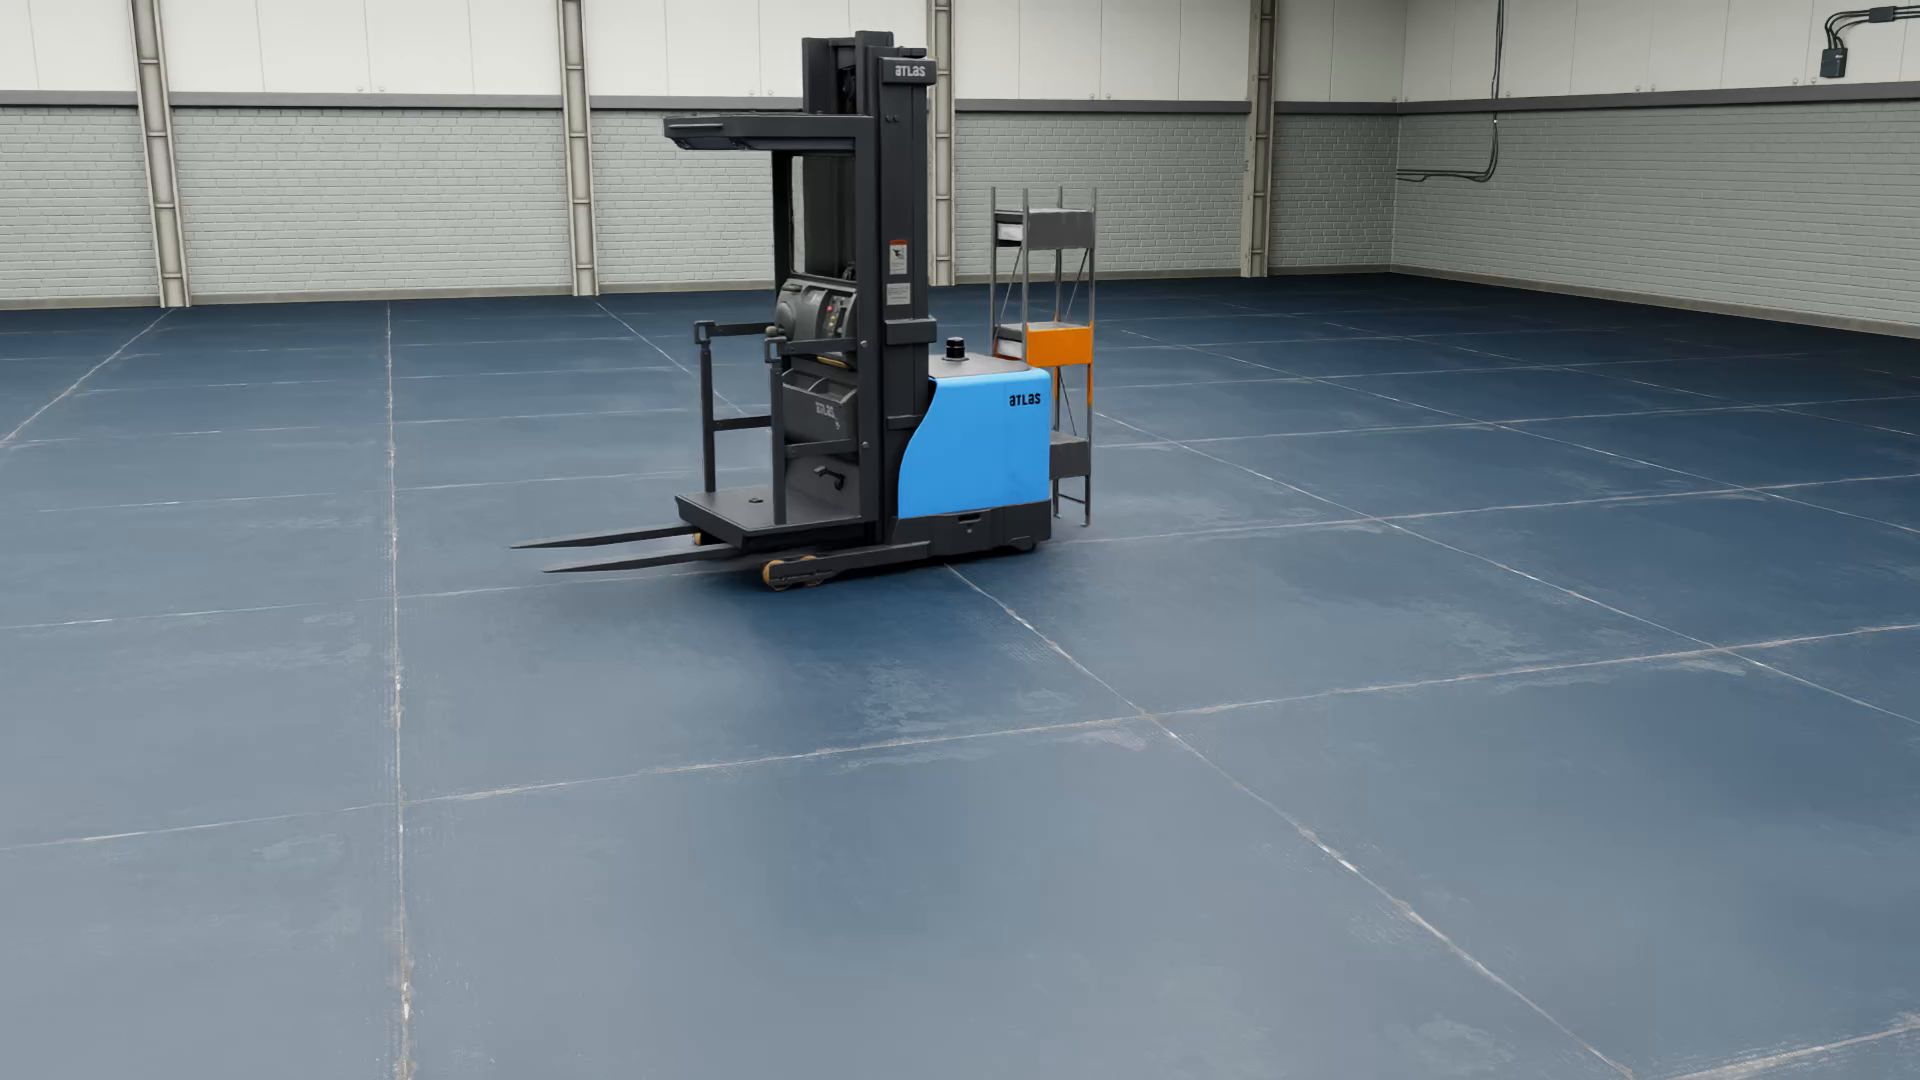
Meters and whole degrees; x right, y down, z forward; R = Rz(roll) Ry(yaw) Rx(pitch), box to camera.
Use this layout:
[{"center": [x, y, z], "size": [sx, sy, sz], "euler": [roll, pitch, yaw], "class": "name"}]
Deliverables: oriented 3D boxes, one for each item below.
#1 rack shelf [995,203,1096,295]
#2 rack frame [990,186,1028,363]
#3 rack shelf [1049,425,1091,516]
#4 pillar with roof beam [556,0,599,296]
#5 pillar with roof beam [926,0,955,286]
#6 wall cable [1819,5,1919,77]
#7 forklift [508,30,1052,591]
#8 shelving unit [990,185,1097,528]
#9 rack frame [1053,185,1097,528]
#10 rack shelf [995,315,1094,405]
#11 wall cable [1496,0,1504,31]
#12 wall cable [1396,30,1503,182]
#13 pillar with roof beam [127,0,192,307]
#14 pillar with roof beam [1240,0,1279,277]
[{"center": [0.504, -1.780, 10.121], "size": [0.480, 0.518, 0.431], "euler": [-8, 15, -29], "class": "rack shelf"}, {"center": [0.294, -1.083, 10.160], "size": [0.015, 2.100, 0.400], "euler": [-8, 15, -29], "class": "rack frame"}, {"center": [0.504, -0.418, 10.445], "size": [0.480, 0.518, 0.431], "euler": [-8, 15, -29], "class": "rack shelf"}, {"center": [-4.635, -7.367, 21.670], "size": [0.400, 9.000, 9.100], "euler": [-4, 14, -18], "class": "pillar with roof beam"}, {"center": [1.052, -7.810, 23.531], "size": [0.400, 9.000, 9.100], "euler": [-4, 14, -18], "class": "pillar with roof beam"}, {"center": [11.592, -8.696, 19.905], "size": [0.169, 6.003, 2.305], "euler": [-4, 14, -18], "class": "wall cable"}, {"center": [-0.990, -1.292, 9.239], "size": [3.031, 2.935, 1.130], "euler": [-8, 15, -29], "class": "forklift"}, {"center": [0.504, -1.112, 10.280], "size": [0.503, 2.100, 0.431], "euler": [-8, 15, -29], "class": "shelving unit"}, {"center": [0.715, -1.141, 10.400], "size": [0.015, 2.100, 0.400], "euler": [-8, 15, -29], "class": "rack frame"}, {"center": [0.504, -1.099, 10.283], "size": [0.480, 0.518, 0.431], "euler": [-8, 15, -29], "class": "rack shelf"}, {"center": [9.442, -9.478, 26.338], "size": [0.112, 2.526, 3.097], "euler": [-4, 14, -18], "class": "wall cable"}, {"center": [8.579, -7.614, 29.417], "size": [0.112, 2.526, 3.097], "euler": [-4, 14, -18], "class": "wall cable"}, {"center": [-10.322, -6.925, 19.808], "size": [0.400, 9.000, 9.100], "euler": [-4, 14, -18], "class": "pillar with roof beam"}, {"center": [6.738, -8.253, 25.393], "size": [0.400, 9.000, 9.100], "euler": [-4, 14, -18], "class": "pillar with roof beam"}]
